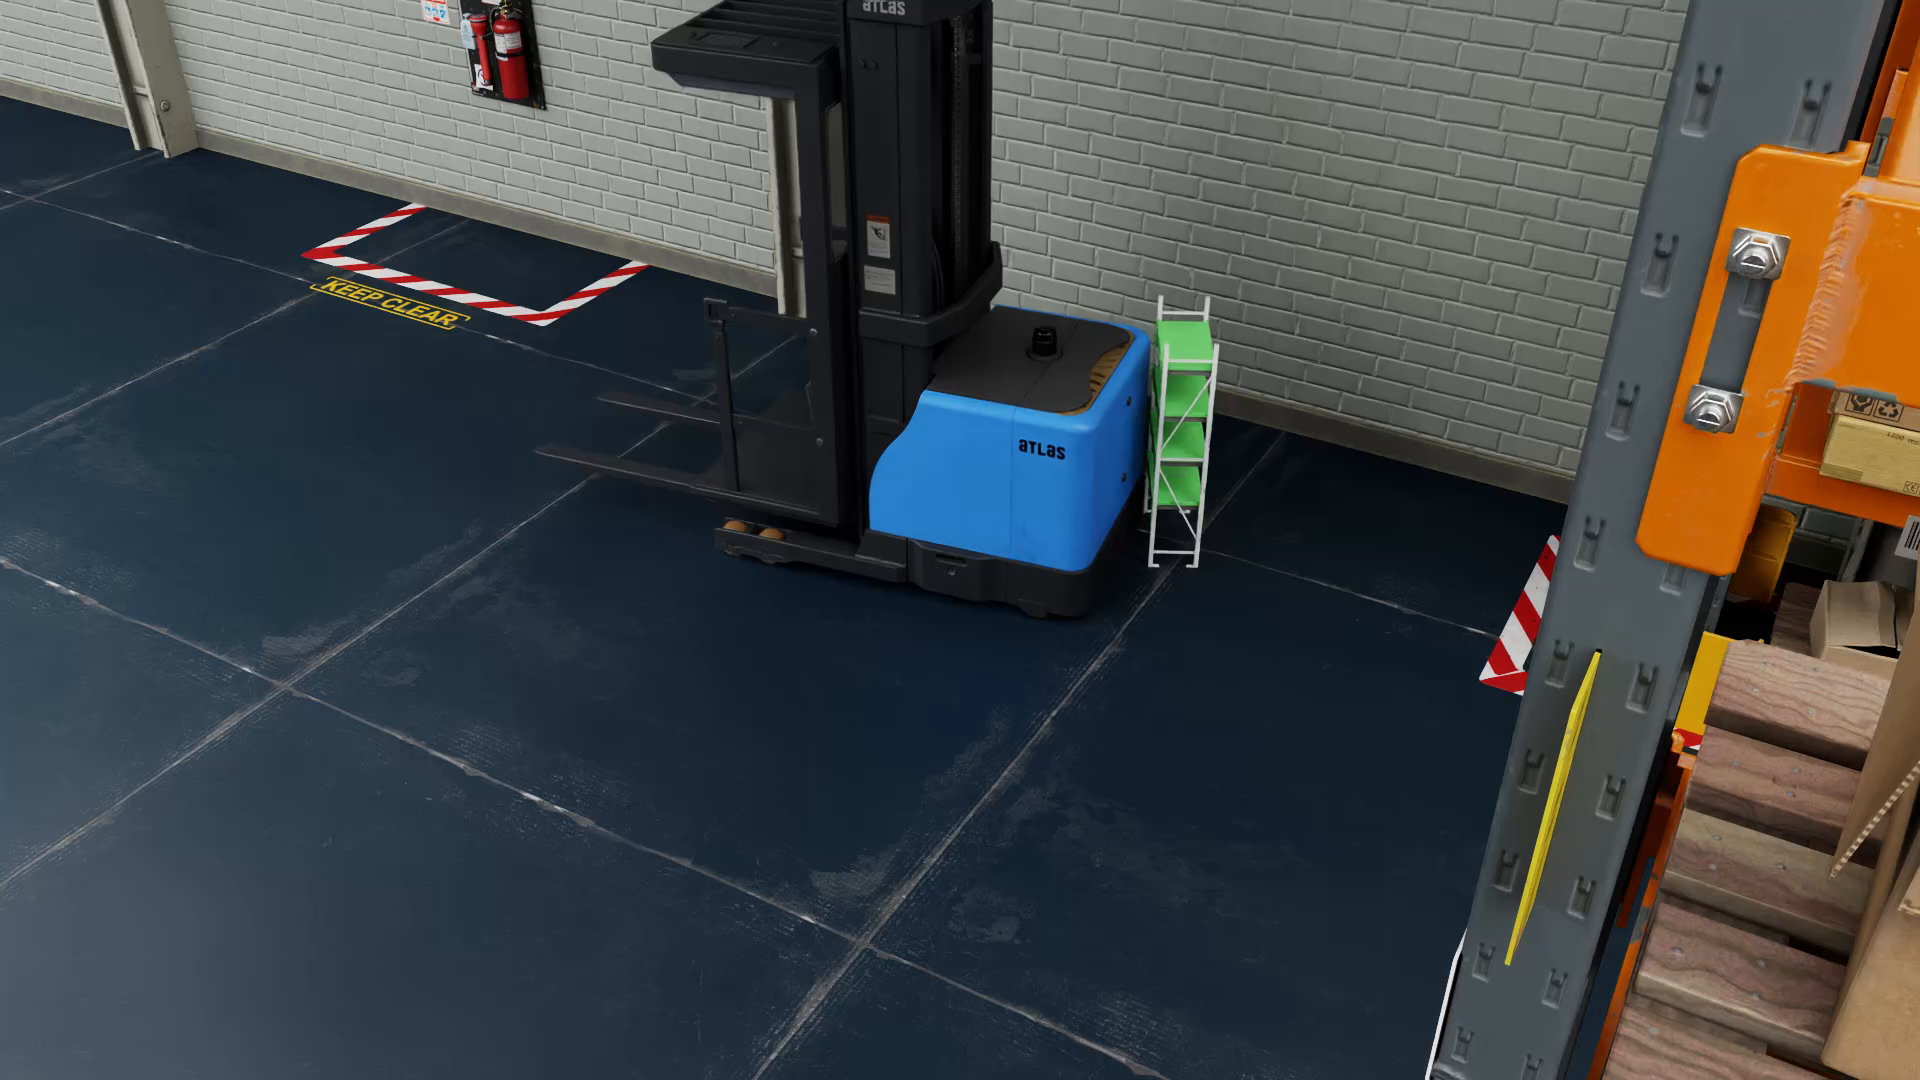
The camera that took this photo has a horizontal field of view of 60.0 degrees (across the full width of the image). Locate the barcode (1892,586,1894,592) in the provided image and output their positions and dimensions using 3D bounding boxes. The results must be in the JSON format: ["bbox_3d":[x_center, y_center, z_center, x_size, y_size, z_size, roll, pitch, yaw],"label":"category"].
[{"bbox_3d":[4.069,0.235,7.212,0.075,0.075,0.001,18,37,24],"label":"barcode"}]

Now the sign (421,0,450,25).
[{"bbox_3d":[-3.429,-3.532,10.816,0.234,0.329,0.001,18,37,24],"label":"sign"}]

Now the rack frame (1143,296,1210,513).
[{"bbox_3d":[1.053,-0.642,8.131,0.240,1.200,0.015,1,34,2],"label":"rack frame"}]

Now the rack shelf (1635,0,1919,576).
[{"bbox_3d":[2.580,0.160,0.901,4.000,0.370,1.077,18,37,24],"label":"rack shelf"}]

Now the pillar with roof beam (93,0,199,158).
[{"bbox_3d":[-8.219,-4.693,7.179,0.400,9.000,9.100,18,37,24],"label":"pillar with roof beam"}]

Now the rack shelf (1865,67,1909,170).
[{"bbox_3d":[5.035,-1.143,5.203,4.000,0.370,1.077,18,37,24],"label":"rack shelf"}]

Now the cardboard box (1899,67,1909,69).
[{"bbox_3d":[3.465,-1.830,5.477,0.500,0.500,0.500,19,38,26],"label":"cardboard box"}]

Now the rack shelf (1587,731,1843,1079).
[{"bbox_3d":[2.580,1.242,1.621,4.000,0.370,1.077,18,37,24],"label":"rack shelf"}]

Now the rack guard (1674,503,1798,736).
[{"bbox_3d":[3.365,0.318,7.322,0.348,0.500,1.175,18,37,24],"label":"rack guard"}]

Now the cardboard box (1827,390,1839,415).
[{"bbox_3d":[3.801,-0.654,6.644,0.500,0.250,0.500,18,38,25],"label":"cardboard box"}]

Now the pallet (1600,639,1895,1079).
[{"bbox_3d":[1.445,0.636,1.962,1.213,0.211,1.003,18,37,24],"label":"pallet"}]

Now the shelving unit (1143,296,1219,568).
[{"bbox_3d":[1.042,-0.507,7.928,0.258,1.200,0.503,1,34,2],"label":"shelving unit"}]

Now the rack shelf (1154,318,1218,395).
[{"bbox_3d":[1.042,-0.853,7.698,0.258,0.148,0.480,1,34,2],"label":"rack shelf"}]

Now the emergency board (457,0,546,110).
[{"bbox_3d":[-3.000,-3.316,10.523,0.643,1.169,0.194,18,37,24],"label":"emergency board"}]

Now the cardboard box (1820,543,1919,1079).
[{"bbox_3d":[1.341,0.277,1.824,0.637,0.503,0.797,20,39,28],"label":"cardboard box"}]

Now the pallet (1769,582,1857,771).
[{"bbox_3d":[4.052,0.678,7.041,1.213,0.211,1.003,18,37,24],"label":"pallet"}]

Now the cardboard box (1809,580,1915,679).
[{"bbox_3d":[3.855,0.426,6.933,0.500,0.311,0.500,13,36,19],"label":"cardboard box"}]

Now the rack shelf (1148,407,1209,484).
[{"bbox_3d":[1.042,-0.454,7.964,0.258,0.148,0.480,1,34,2],"label":"rack shelf"}]

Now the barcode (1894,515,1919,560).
[{"bbox_3d":[1.345,0.002,2.311,0.075,0.075,0.001,18,37,24],"label":"barcode"}]

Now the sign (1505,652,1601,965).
[{"bbox_3d":[0.563,0.261,1.585,0.005,0.325,0.100,18,37,24],"label":"sign"}]

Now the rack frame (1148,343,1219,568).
[{"bbox_3d":[1.031,-0.372,7.726,0.240,1.200,0.015,1,34,2],"label":"rack frame"}]

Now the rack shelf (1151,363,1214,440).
[{"bbox_3d":[1.042,-0.653,7.831,0.258,0.148,0.480,1,34,2],"label":"rack shelf"}]

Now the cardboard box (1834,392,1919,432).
[{"bbox_3d":[3.564,-0.726,6.074,0.500,0.500,0.500,18,38,24],"label":"cardboard box"}]

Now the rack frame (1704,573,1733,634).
[{"bbox_3d":[3.299,-0.744,6.661,0.127,3.000,1.000,18,37,24],"label":"rack frame"}]

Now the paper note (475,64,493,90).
[{"bbox_3d":[-3.120,-3.031,10.890,0.142,0.148,0.016,18,37,24],"label":"paper note"}]

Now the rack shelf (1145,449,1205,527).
[{"bbox_3d":[1.042,-0.254,8.097,0.258,0.148,0.480,1,34,2],"label":"rack shelf"}]

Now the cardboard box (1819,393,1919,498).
[{"bbox_3d":[3.565,-0.403,6.266,0.500,0.250,0.500,16,37,23],"label":"cardboard box"}]

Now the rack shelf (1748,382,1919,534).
[{"bbox_3d":[5.035,0.106,6.034,4.000,0.370,1.077,18,37,24],"label":"rack shelf"}]

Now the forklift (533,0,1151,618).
[{"bbox_3d":[-0.660,-1.366,7.656,3.031,2.935,1.130,12,35,17],"label":"forklift"}]

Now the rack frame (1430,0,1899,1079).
[{"bbox_3d":[0.844,-0.856,1.416,0.127,3.000,1.000,18,37,24],"label":"rack frame"}]

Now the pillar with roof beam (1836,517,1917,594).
[{"bbox_3d":[2.200,-1.393,2.223,0.400,9.000,9.100,18,37,24],"label":"pillar with roof beam"}]

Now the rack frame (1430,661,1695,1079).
[{"bbox_3d":[0.844,1.641,3.079,0.127,3.000,1.000,18,37,24],"label":"rack frame"}]

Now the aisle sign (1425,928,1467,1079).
[{"bbox_3d":[0.635,0.688,2.164,0.004,0.787,0.394,18,37,24],"label":"aisle sign"}]

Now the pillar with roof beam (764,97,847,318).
[{"bbox_3d":[-3.010,-3.043,4.701,0.400,9.000,9.100,18,37,24],"label":"pillar with roof beam"}]
